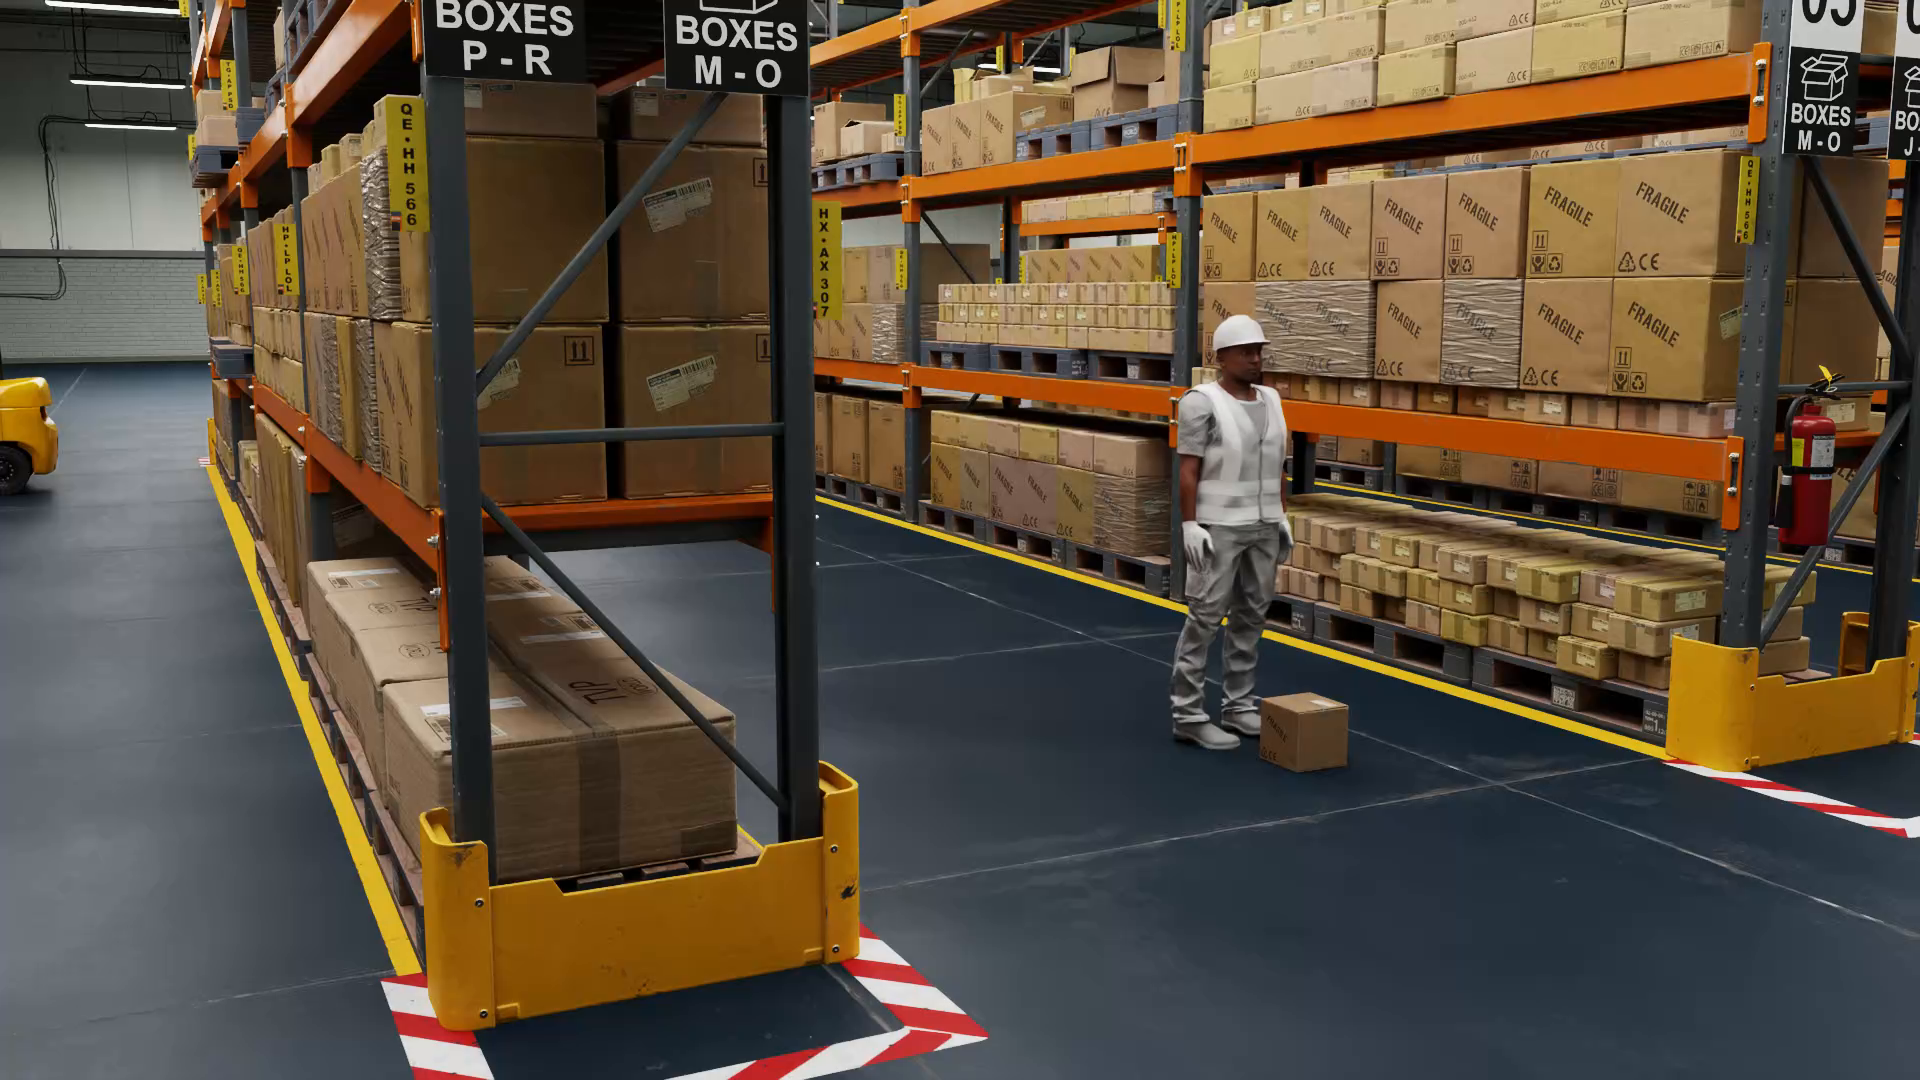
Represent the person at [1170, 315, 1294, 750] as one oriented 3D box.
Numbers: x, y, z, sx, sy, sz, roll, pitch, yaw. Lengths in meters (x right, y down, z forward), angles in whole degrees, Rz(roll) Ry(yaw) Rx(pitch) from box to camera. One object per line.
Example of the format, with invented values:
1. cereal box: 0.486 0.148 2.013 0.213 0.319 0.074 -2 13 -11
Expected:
1. person: 1.179 -0.045 7.051 0.614 1.799 0.388 -5 10 -31
